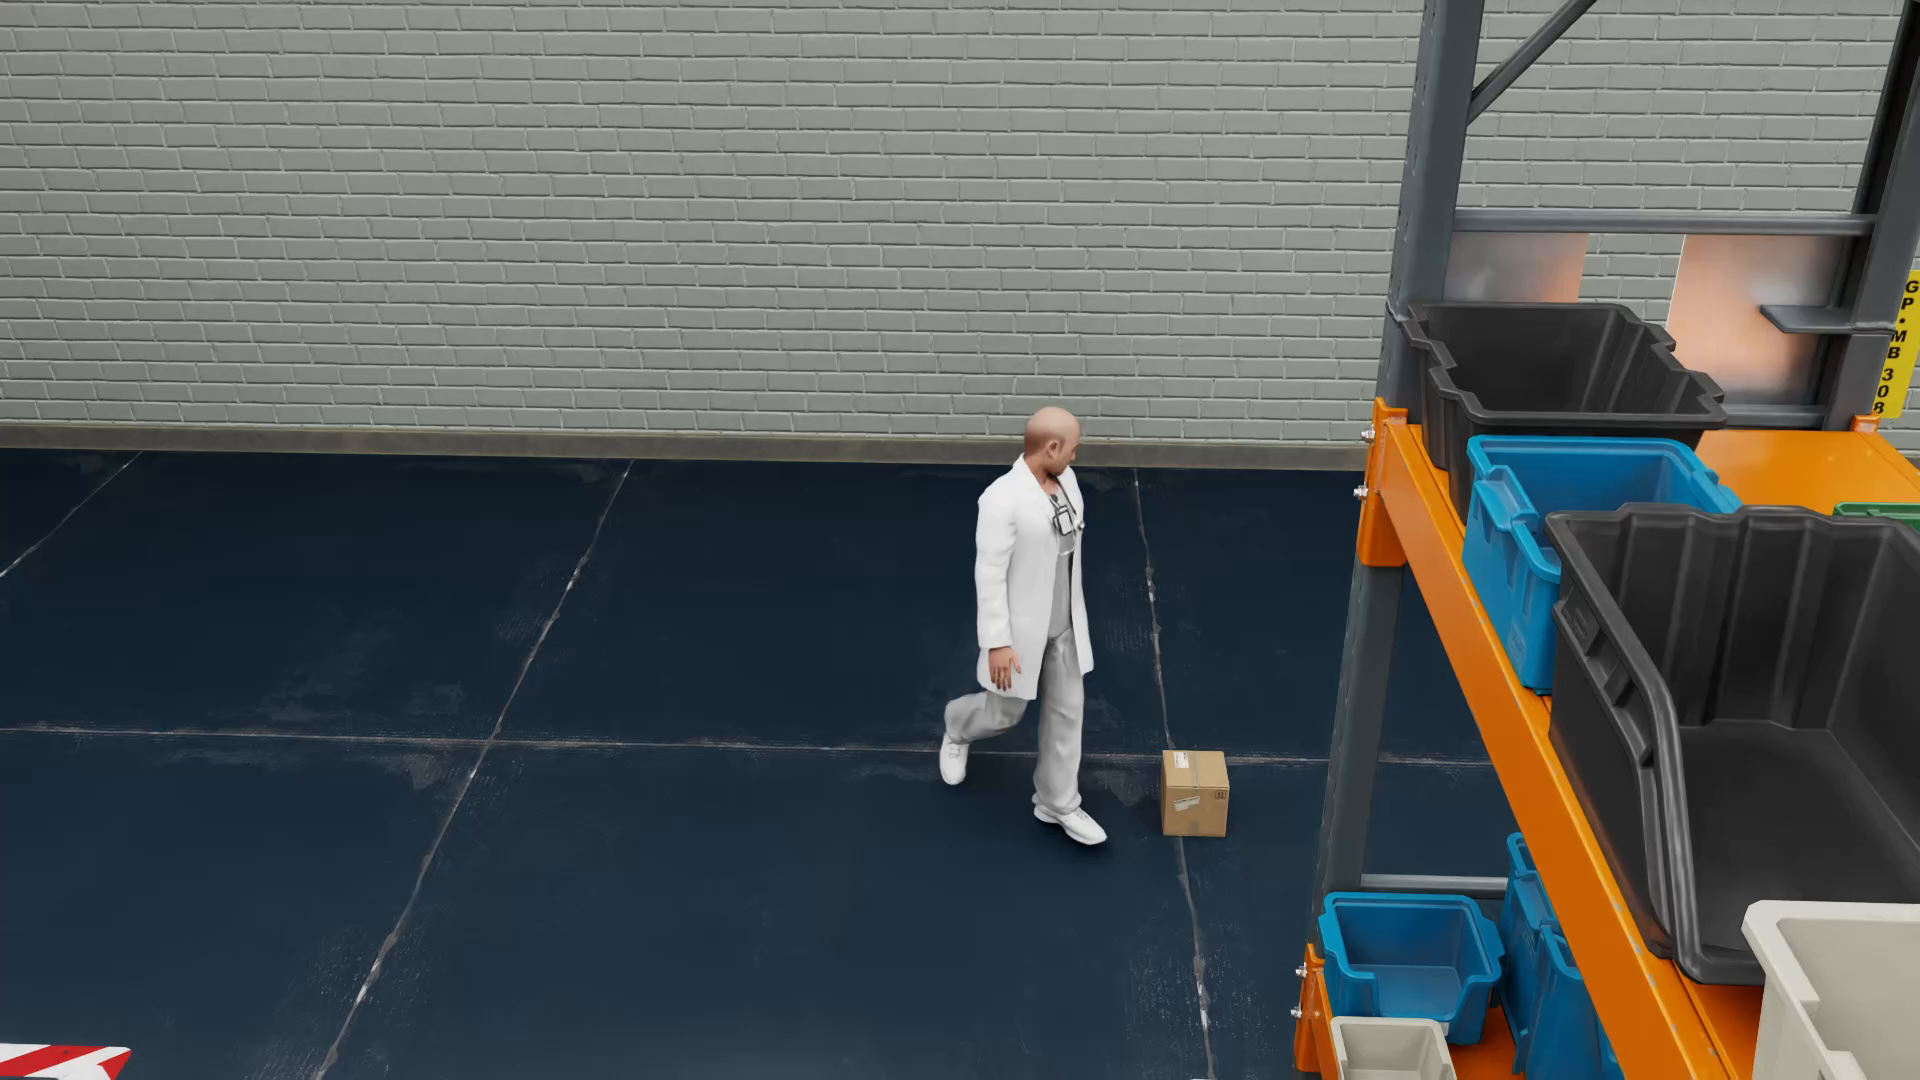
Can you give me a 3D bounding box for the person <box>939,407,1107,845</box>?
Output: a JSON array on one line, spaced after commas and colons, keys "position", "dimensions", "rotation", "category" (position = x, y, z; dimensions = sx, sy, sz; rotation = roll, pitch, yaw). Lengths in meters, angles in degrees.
[{"position": [0.252, 0.318, 6.529], "dimensions": [0.628, 1.752, 0.911], "rotation": [-23, 35, -36], "category": "person"}]
